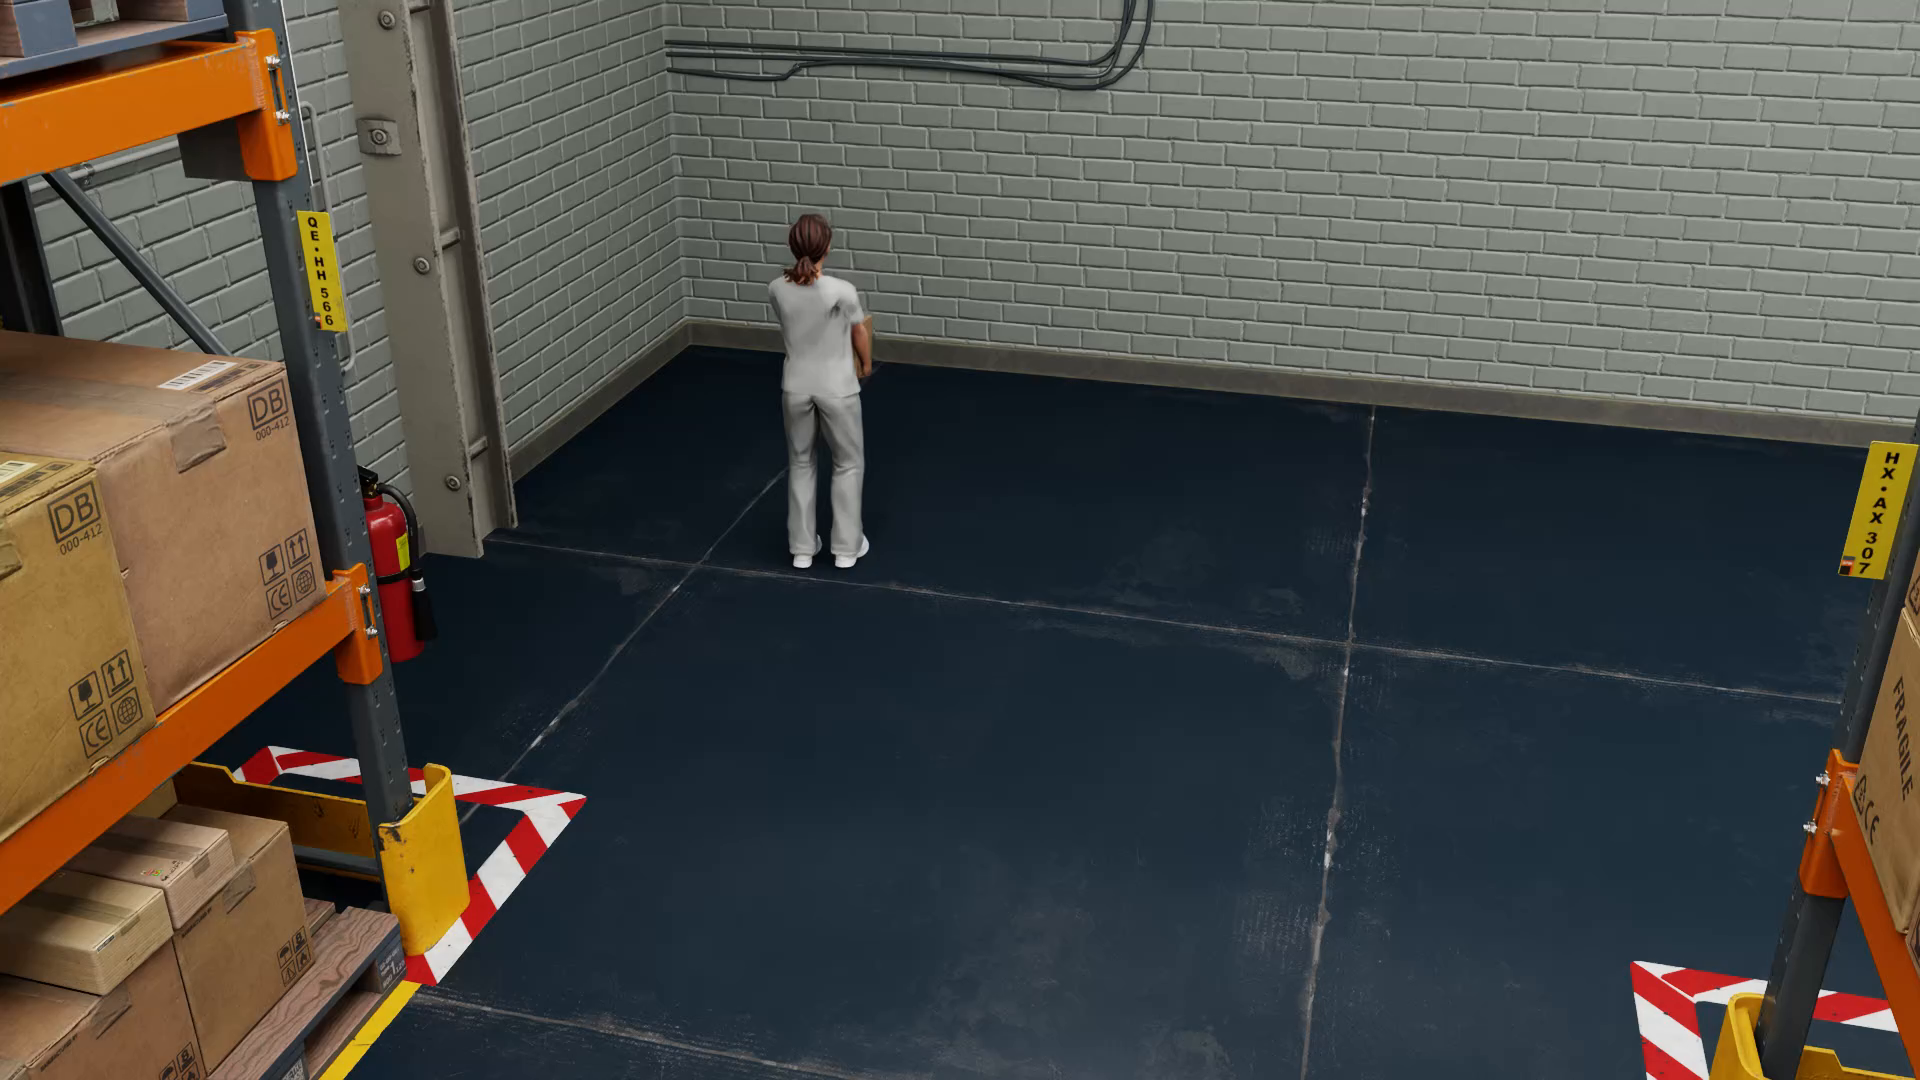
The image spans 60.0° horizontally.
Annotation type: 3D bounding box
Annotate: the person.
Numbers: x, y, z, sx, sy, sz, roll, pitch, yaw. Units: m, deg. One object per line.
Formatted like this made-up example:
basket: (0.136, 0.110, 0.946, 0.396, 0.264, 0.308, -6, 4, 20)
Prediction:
person: (-0.615, -0.682, 7.559, 0.409, 1.669, 0.536, 6, 26, 13)
